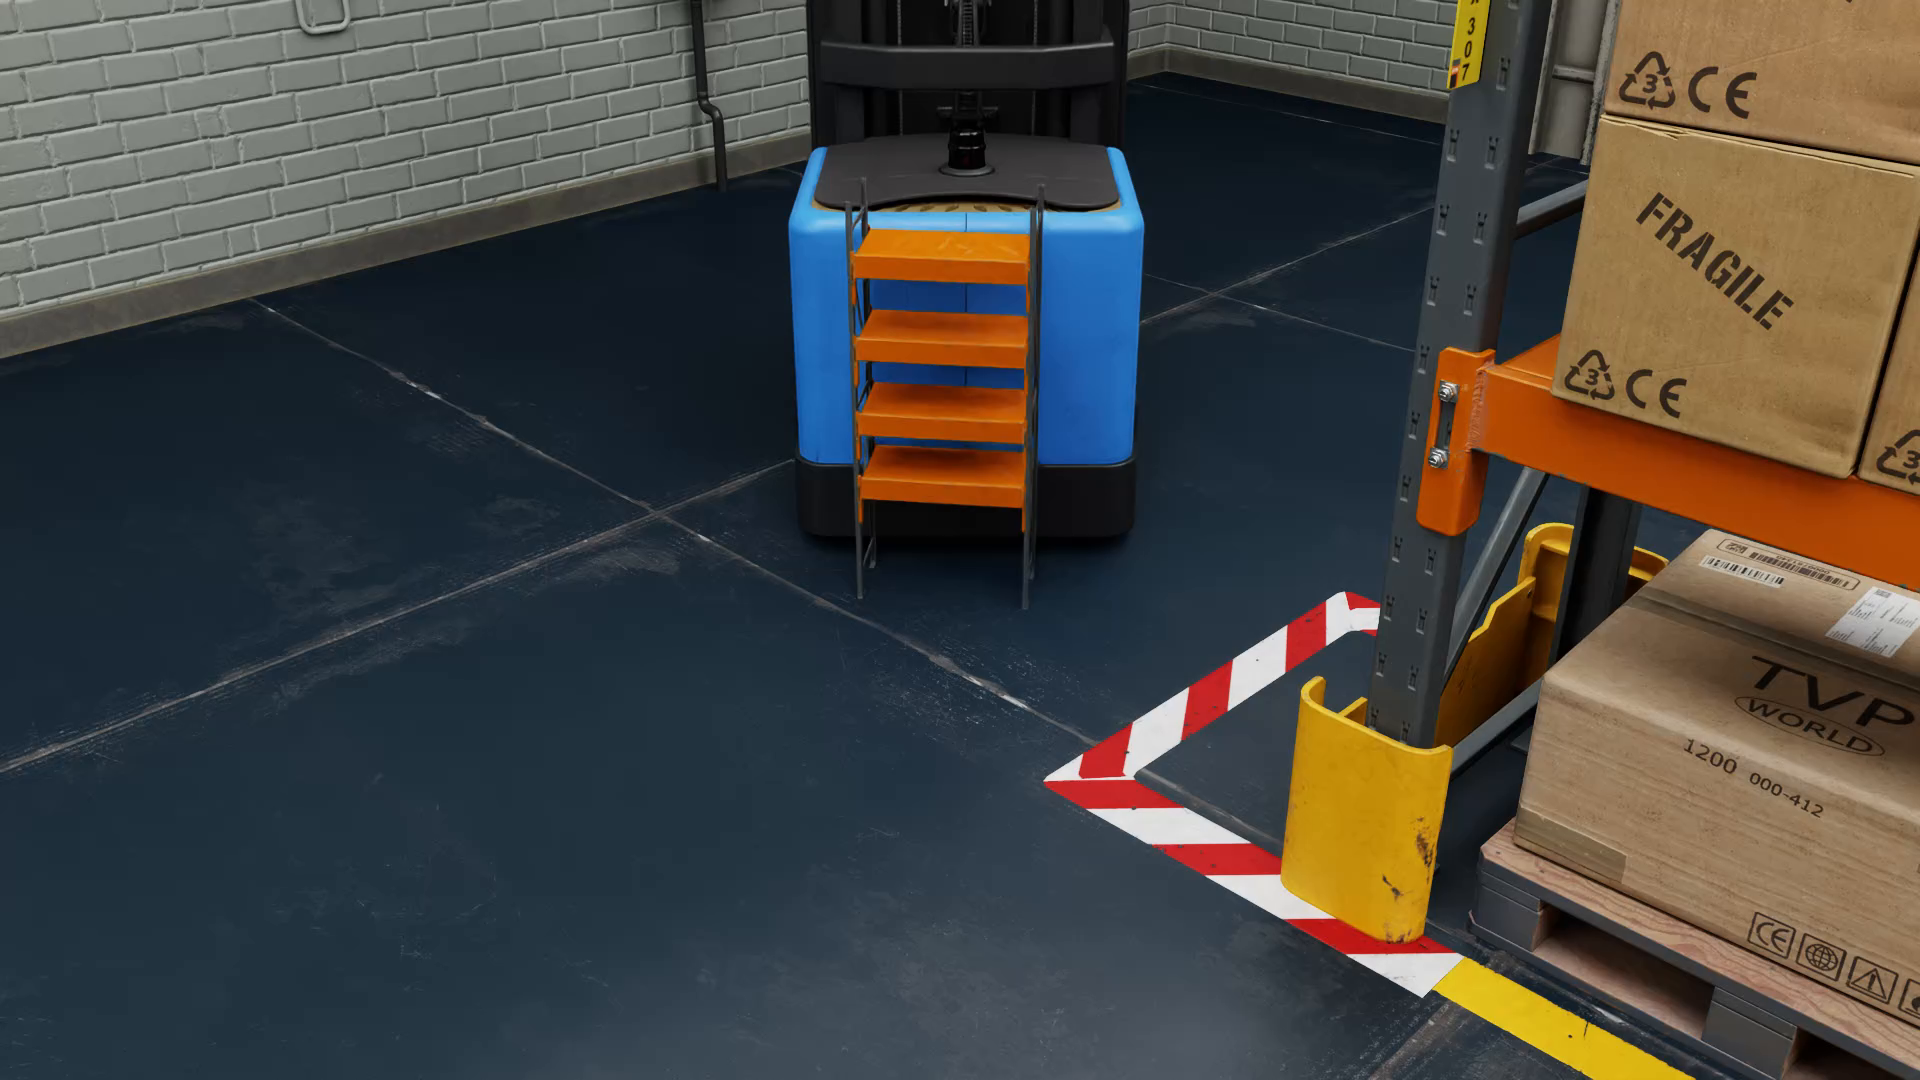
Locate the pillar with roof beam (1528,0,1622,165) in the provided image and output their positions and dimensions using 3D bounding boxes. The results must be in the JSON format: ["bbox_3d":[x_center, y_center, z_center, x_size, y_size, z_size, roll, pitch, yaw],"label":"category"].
[{"bbox_3d":[0.419,-4.738,4.591,0.400,9.000,9.100,25,36,38],"label":"pillar with roof beam"}]

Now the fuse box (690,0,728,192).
[{"bbox_3d":[-1.210,-2.595,8.347,0.414,1.711,0.539,25,36,38],"label":"fuse box"}]

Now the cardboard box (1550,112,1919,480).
[{"bbox_3d":[1.392,-0.476,2.825,0.500,0.500,0.500,24,36,38],"label":"cardboard box"}]

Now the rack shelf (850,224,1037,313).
[{"bbox_3d":[-0.037,-0.742,4.527,0.480,0.148,0.258,3,28,7],"label":"rack shelf"}]

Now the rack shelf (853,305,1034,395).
[{"bbox_3d":[-0.037,-0.532,4.637,0.480,0.148,0.258,3,28,7],"label":"rack shelf"}]

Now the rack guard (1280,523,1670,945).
[{"bbox_3d":[1.234,0.415,3.924,0.348,0.500,1.175,25,36,38],"label":"rack guard"}]

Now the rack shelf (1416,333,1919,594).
[{"bbox_3d":[2.677,0.287,2.254,4.000,0.370,1.077,25,36,38],"label":"rack shelf"}]

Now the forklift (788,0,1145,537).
[{"bbox_3d":[0.027,-1.947,5.804,1.130,2.935,3.031,0,28,0],"label":"forklift"}]

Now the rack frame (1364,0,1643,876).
[{"bbox_3d":[1.251,-0.684,3.327,0.127,3.000,1.000,25,36,38],"label":"rack frame"}]

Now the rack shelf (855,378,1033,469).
[{"bbox_3d":[-0.037,-0.334,4.741,0.480,0.148,0.258,3,28,7],"label":"rack shelf"}]

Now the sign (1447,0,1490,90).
[{"bbox_3d":[0.857,-0.920,2.761,0.005,0.325,0.100,25,36,38],"label":"sign"}]

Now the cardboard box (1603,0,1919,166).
[{"bbox_3d":[1.393,-0.919,2.594,0.500,0.500,0.500,24,36,37],"label":"cardboard box"}]

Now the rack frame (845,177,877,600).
[{"bbox_3d":[-0.279,-0.409,4.738,0.015,1.200,0.240,3,28,7],"label":"rack frame"}]

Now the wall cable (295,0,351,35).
[{"bbox_3d":[-2.786,-2.979,6.568,0.123,1.953,0.585,25,36,38],"label":"wall cable"}]

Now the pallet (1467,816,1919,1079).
[{"bbox_3d":[1.876,0.786,3.529,1.213,0.211,1.003,25,36,38],"label":"pallet"}]

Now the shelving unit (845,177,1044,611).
[{"bbox_3d":[-0.037,-0.394,4.710,0.503,1.200,0.258,3,28,7],"label":"shelving unit"}]

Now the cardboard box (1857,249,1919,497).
[{"bbox_3d":[1.772,-0.320,2.529,0.500,0.500,0.500,24,36,38],"label":"cardboard box"}]

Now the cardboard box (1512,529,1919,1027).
[{"bbox_3d":[1.791,0.447,3.479,0.875,0.438,0.875,23,36,37],"label":"cardboard box"}]

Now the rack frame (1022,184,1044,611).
[{"bbox_3d":[0.205,-0.379,4.682,0.015,1.200,0.240,3,28,7],"label":"rack frame"}]

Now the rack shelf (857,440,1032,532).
[{"bbox_3d":[-0.037,-0.159,4.834,0.480,0.148,0.258,3,28,7],"label":"rack shelf"}]
